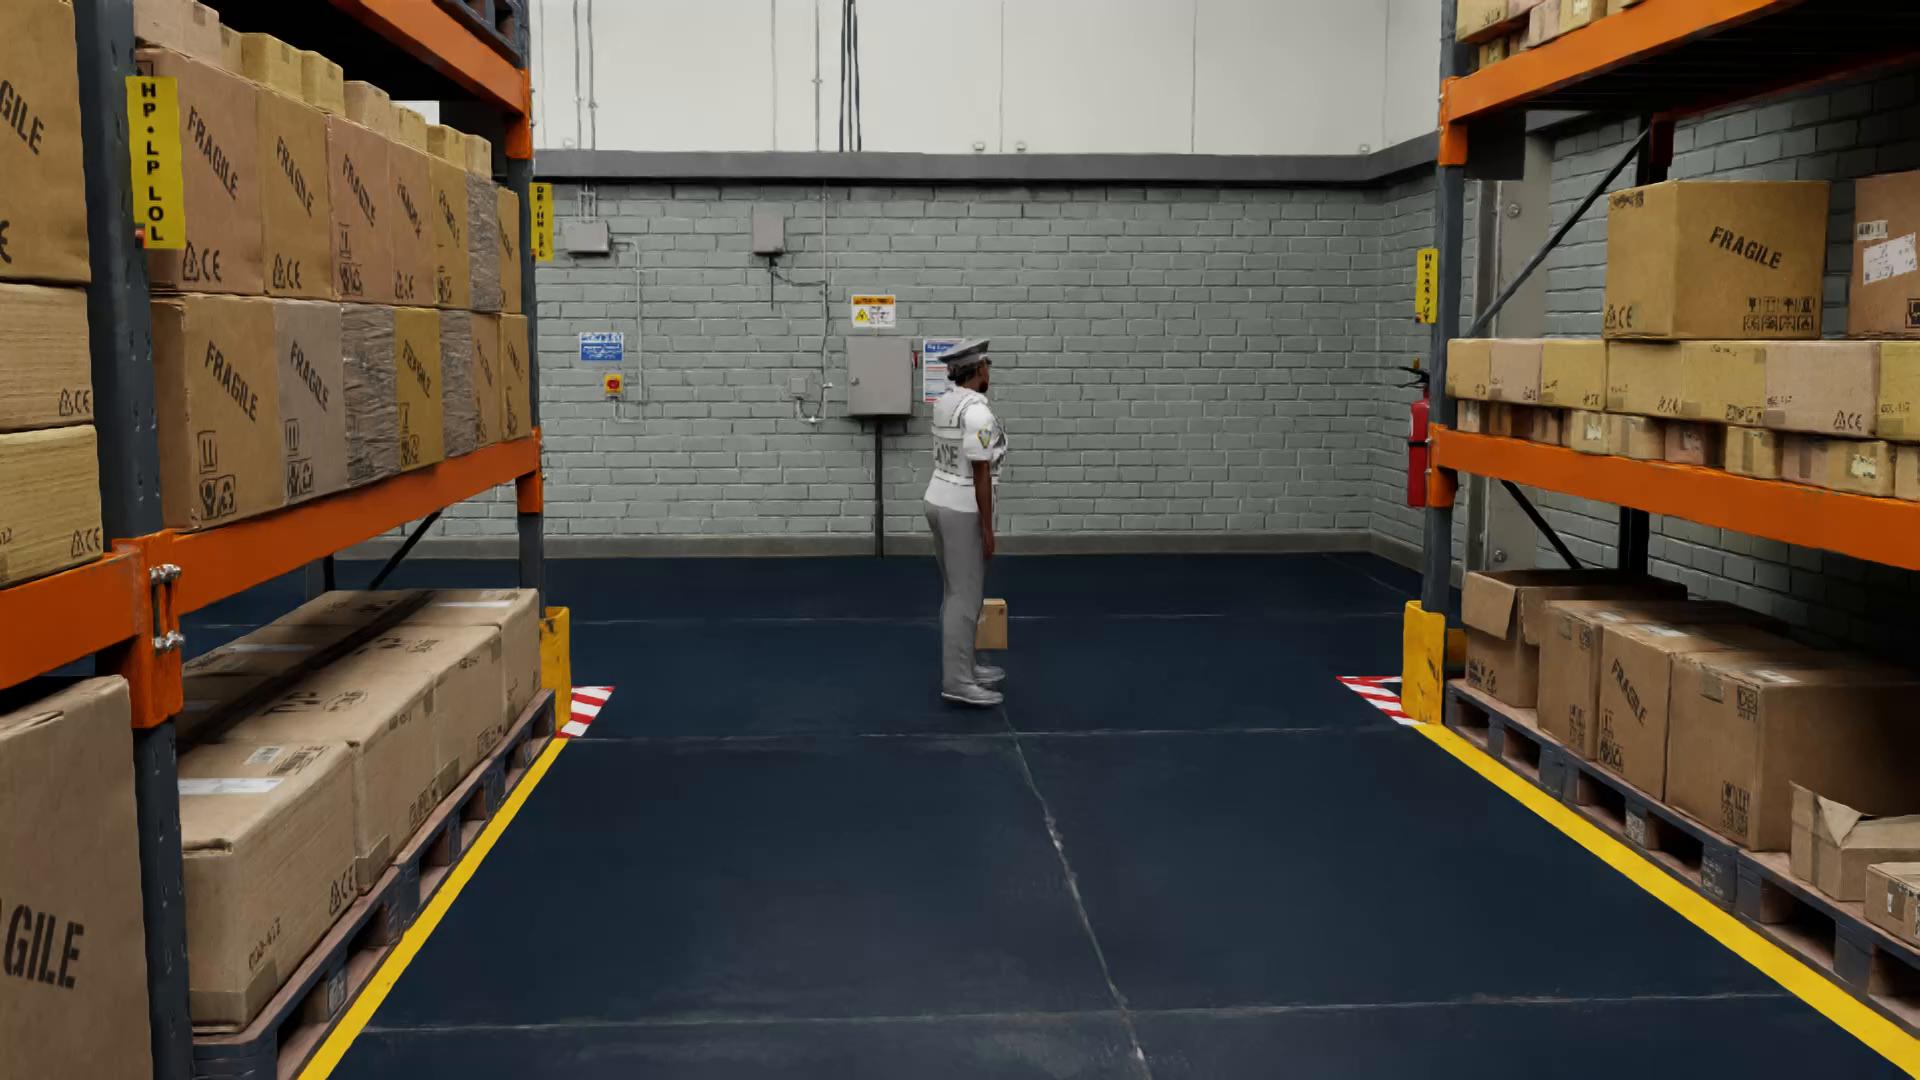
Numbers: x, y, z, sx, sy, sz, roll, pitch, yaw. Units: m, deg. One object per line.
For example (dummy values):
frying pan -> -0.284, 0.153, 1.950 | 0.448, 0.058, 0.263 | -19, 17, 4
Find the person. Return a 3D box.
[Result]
person -> 0.071, -0.095, 7.813 | 0.439, 1.673, 0.535 | -3, 8, -23
